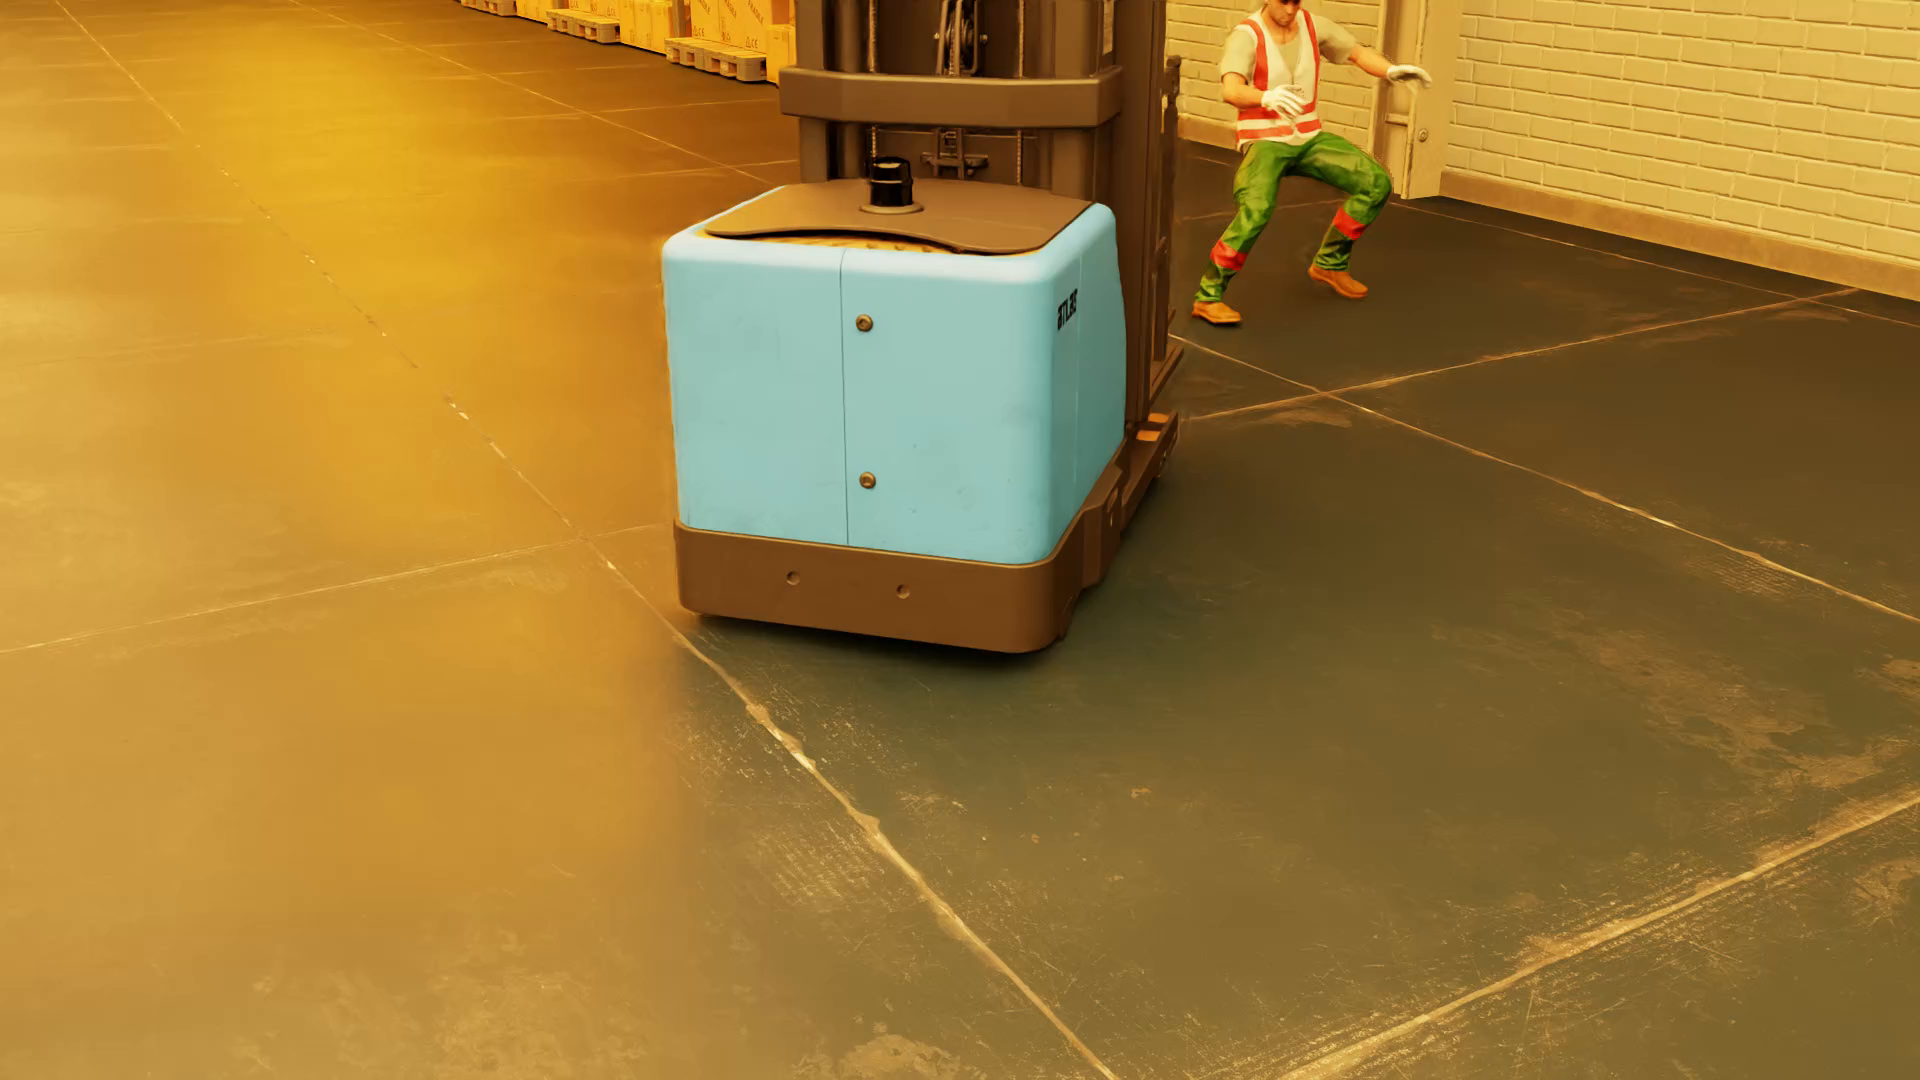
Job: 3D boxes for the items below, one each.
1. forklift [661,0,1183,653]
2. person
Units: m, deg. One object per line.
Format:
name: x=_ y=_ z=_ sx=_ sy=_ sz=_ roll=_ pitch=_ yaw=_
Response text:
forklift: x=0.136 y=-1.598 z=5.168 sx=1.130 sy=2.935 sz=3.031 roll=6 pitch=23 yaw=15
person: x=1.546 y=-1.800 z=7.470 sx=1.009 sy=1.564 sz=0.774 roll=-7 pitch=23 yaw=-18
